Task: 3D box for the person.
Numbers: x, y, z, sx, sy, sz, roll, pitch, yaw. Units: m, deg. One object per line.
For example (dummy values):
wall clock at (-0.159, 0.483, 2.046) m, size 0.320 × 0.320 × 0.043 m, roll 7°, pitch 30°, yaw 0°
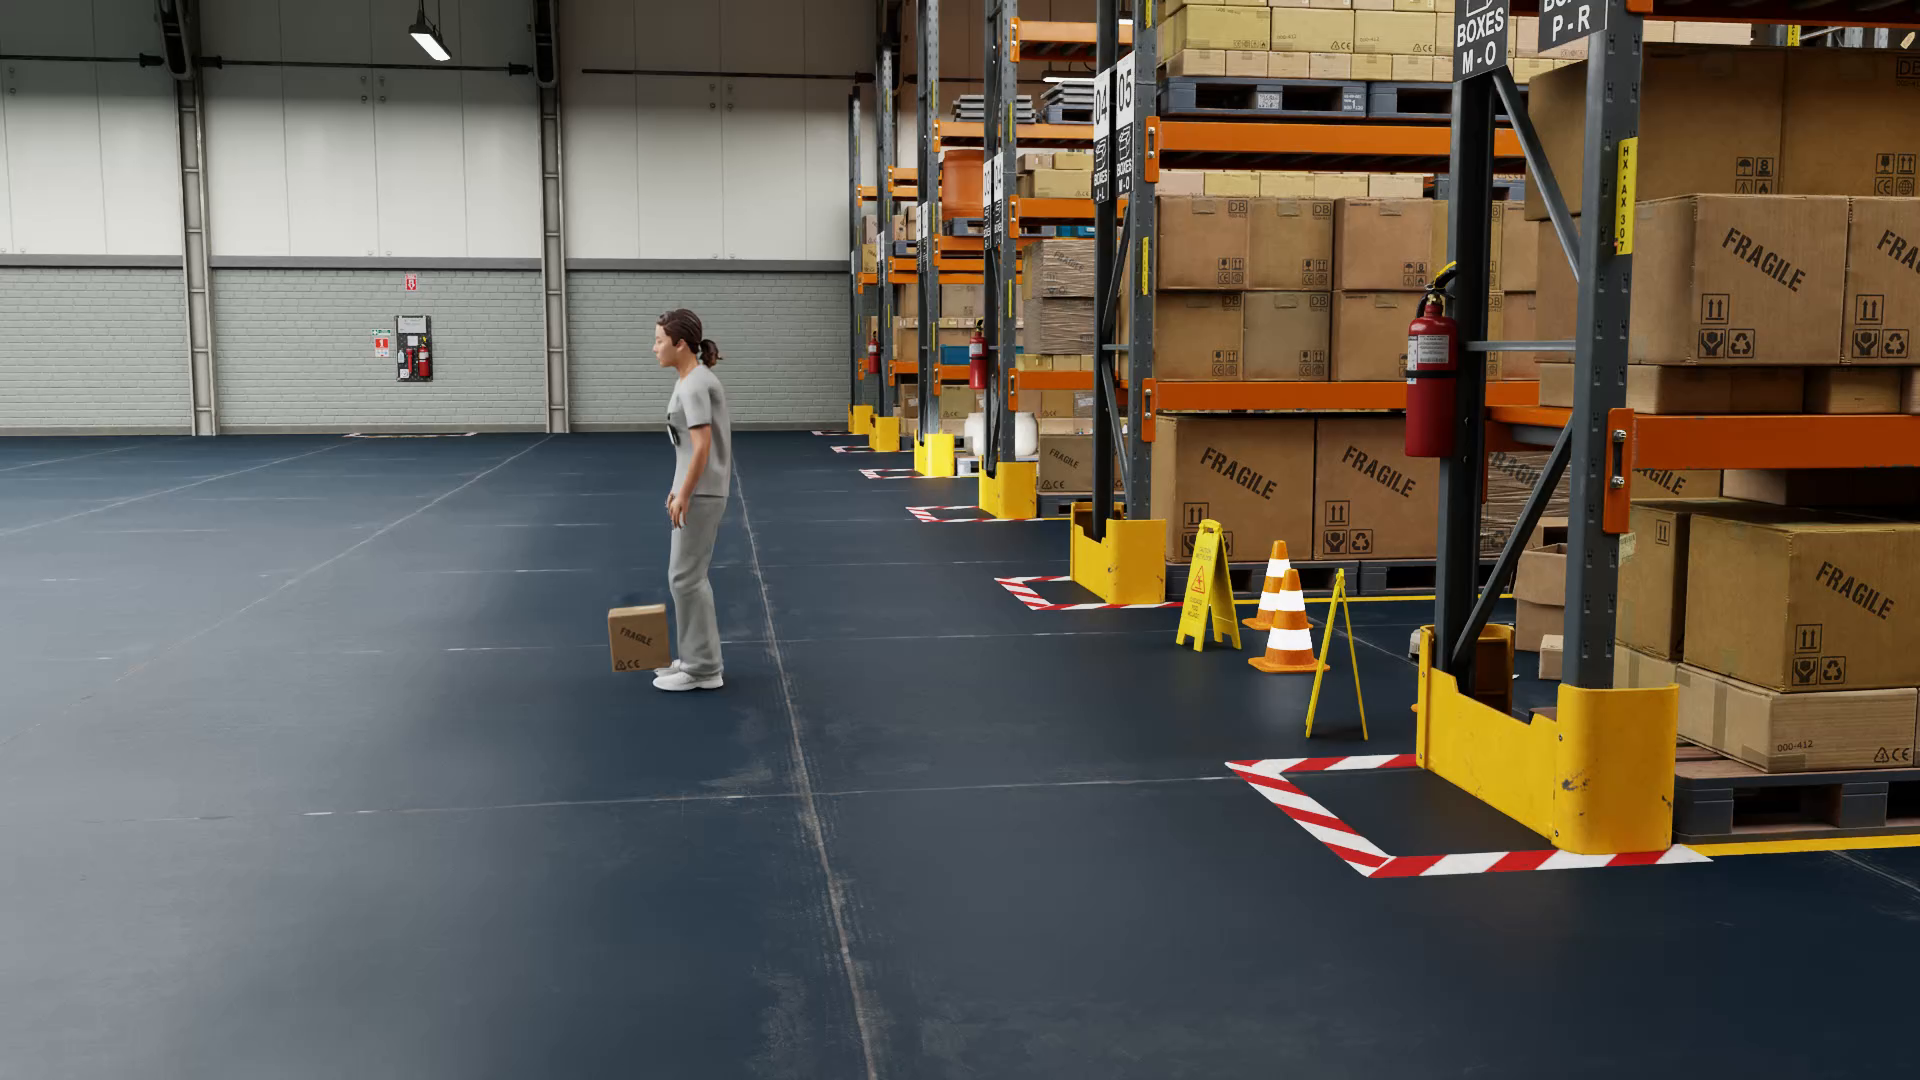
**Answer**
person at (-1.196, -0.183, 7.384) m, size 0.362 × 1.674 × 0.483 m, roll -1°, pitch 7°, yaw -11°
